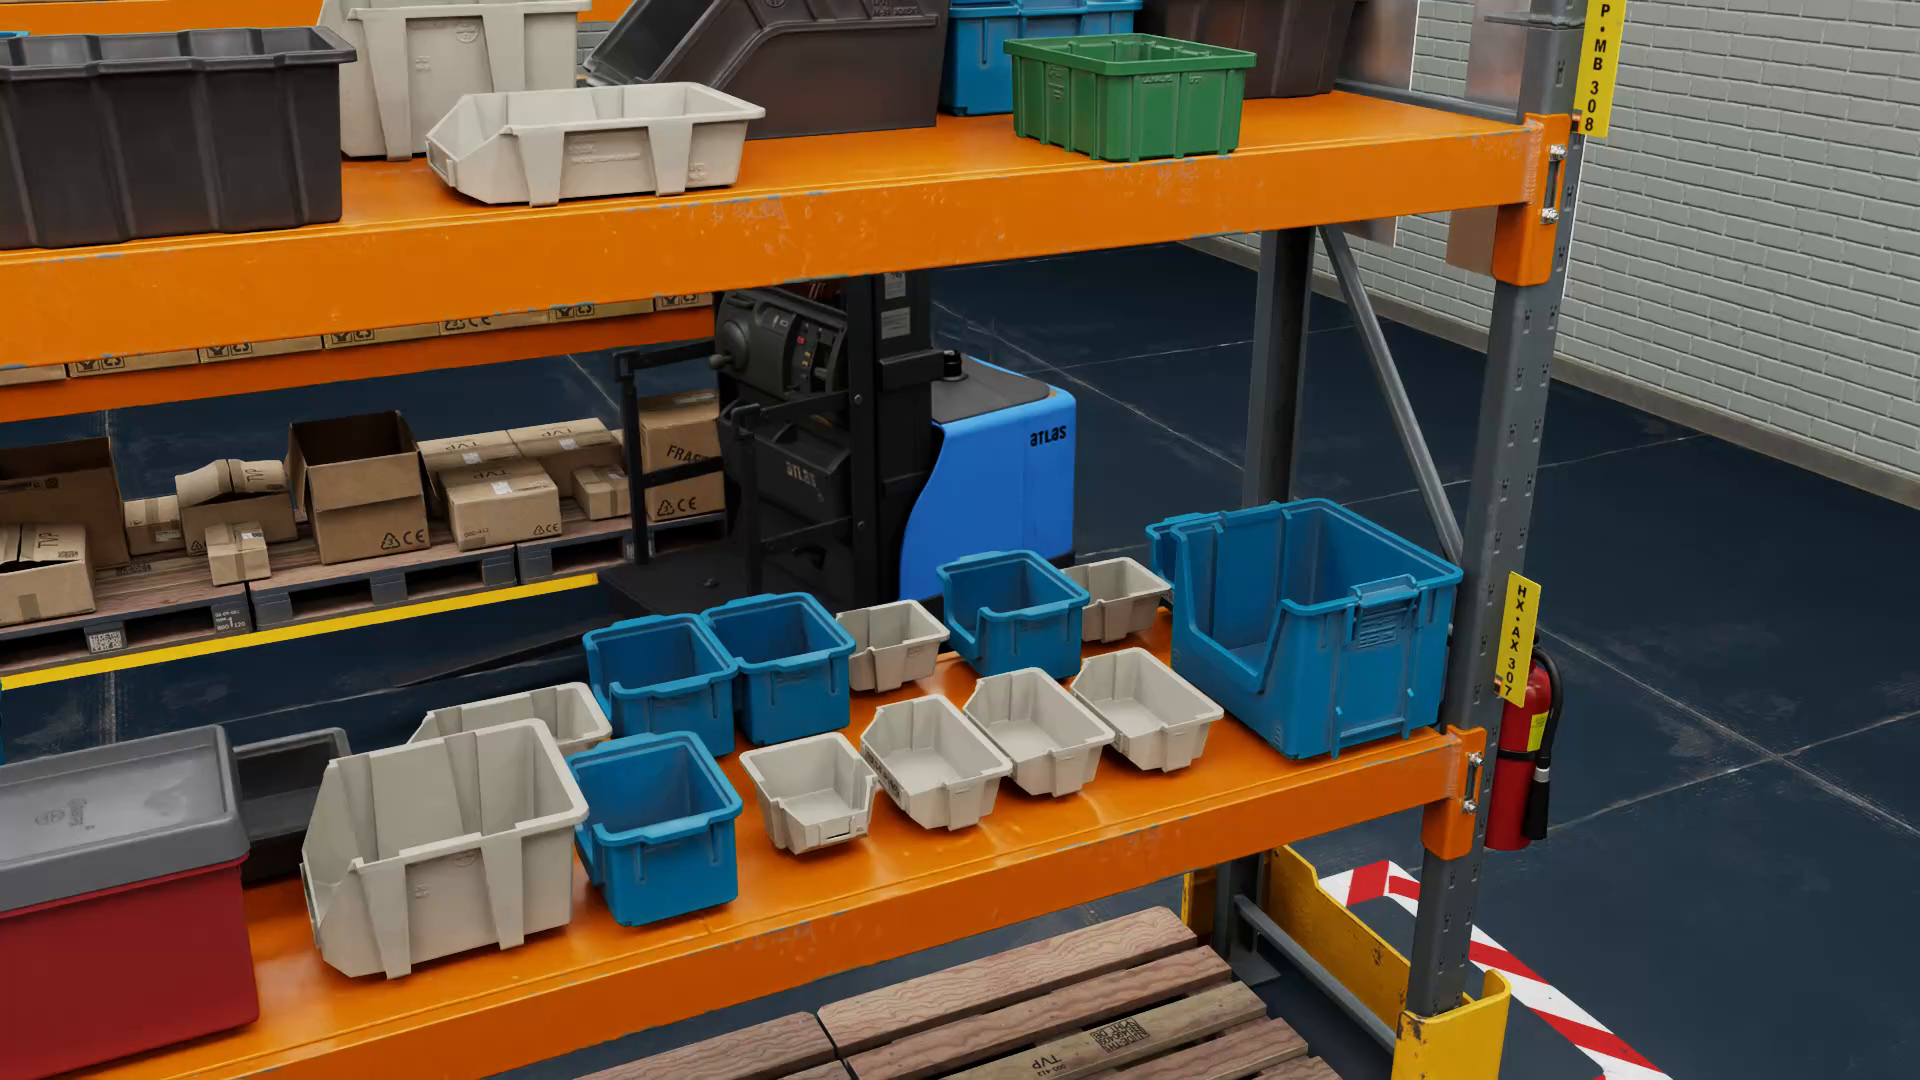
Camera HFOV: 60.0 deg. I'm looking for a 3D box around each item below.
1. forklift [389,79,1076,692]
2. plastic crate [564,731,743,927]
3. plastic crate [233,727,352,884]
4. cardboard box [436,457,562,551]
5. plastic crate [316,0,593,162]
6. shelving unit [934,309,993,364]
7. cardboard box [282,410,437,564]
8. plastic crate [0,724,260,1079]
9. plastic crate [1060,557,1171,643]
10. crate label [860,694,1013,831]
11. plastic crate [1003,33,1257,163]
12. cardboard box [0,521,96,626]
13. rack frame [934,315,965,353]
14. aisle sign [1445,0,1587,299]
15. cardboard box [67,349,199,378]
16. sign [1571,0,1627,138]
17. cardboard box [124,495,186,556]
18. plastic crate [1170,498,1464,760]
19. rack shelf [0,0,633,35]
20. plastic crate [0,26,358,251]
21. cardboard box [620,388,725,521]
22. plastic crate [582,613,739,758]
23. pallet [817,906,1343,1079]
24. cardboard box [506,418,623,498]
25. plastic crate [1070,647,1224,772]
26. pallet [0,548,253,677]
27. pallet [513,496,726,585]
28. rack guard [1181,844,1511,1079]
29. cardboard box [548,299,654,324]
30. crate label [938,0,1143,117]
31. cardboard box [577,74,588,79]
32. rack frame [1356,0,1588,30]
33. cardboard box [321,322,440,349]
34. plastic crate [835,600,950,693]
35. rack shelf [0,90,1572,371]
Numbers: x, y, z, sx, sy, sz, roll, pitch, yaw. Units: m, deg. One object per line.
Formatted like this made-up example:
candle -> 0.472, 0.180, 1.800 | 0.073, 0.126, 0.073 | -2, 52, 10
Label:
forklift -> -0.928, -0.826, 6.913 | 3.031, 2.935, 1.130 | -17, 28, -35
plastic crate -> -0.644, 0.609, 3.496 | 0.300, 0.233, 0.416 | -10, 25, -24
plastic crate -> -1.617, 0.615, 3.623 | 0.590, 0.125, 0.437 | -10, 25, -24
cardboard box -> -2.302, -0.187, 8.301 | 0.500, 0.250, 0.500 | -10, 25, -24
plastic crate -> -1.035, -0.939, 3.330 | 0.530, 0.282, 0.437 | -10, 25, -24
shelving unit -> 0.018, -0.563, 8.541 | 0.189, 1.200, 0.258 | -18, 28, -36
cardboard box -> -2.963, -0.277, 8.185 | 0.637, 0.503, 0.797 | -10, 25, -24
plastic crate -> -1.596, 0.675, 3.034 | 0.583, 0.464, 0.402 | -10, 25, -24
plastic crate -> 0.405, 0.177, 4.667 | 0.298, 0.136, 0.250 | -10, 25, -24
crate label -> -0.069, 0.520, 3.837 | 0.243, 0.136, 0.396 | -10, 25, -24
plastic crate -> 0.331, -0.895, 3.346 | 0.336, 0.188, 0.450 | -10, 25, -24
cardboard box -> -4.182, 0.131, 7.453 | 0.500, 0.311, 0.500 | -10, 25, -24
rack frame -> -0.052, -0.541, 8.487 | 0.006, 1.200, 0.240 | -18, 28, -36
aisle sign -> 1.287, -0.981, 3.800 | 0.004, 0.787, 0.394 | -10, 25, -24
cardboard box -> -3.616, -1.036, 7.201 | 0.500, 0.500, 0.500 | -10, 24, -23
sign -> 1.349, -1.020, 3.507 | 0.005, 0.325, 0.100 | -10, 25, -24
cardboard box -> -3.951, -0.075, 8.160 | 0.250, 0.149, 0.380 | -10, 25, -24
plastic crate -> 0.875, 0.207, 4.204 | 0.499, 0.435, 0.616 | -10, 25, -24
rack shelf -> -2.852, -2.299, 7.400 | 4.000, 0.370, 1.077 | -10, 25, -24
plastic crate -> -1.271, -0.643, 2.630 | 0.590, 0.269, 0.497 | -10, 25, -24
cardboard box -> -1.433, -0.450, 8.608 | 0.500, 0.500, 0.500 | -10, 25, -24
plastic crate -> -0.727, 0.376, 4.060 | 0.300, 0.233, 0.416 | -10, 25, -24
pallet -> 0.335, 1.543, 4.747 | 1.213, 0.211, 1.003 | -10, 25, -24
cardboard box -> -2.113, -0.434, 8.897 | 0.500, 0.250, 0.500 | -10, 25, -24
plastic crate -> 0.439, 0.423, 4.074 | 0.243, 0.136, 0.396 | -10, 25, -24
pallet -> -4.034, 0.262, 7.842 | 1.213, 0.211, 1.003 | -10, 25, -24
pallet -> -1.836, -0.143, 8.820 | 1.213, 0.211, 1.003 | -10, 25, -24
rack guard -> 1.111, 1.277, 5.011 | 0.348, 0.500, 1.175 | -10, 25, -24
cardboard box -> -1.801, -1.368, 8.001 | 0.500, 0.500, 0.500 | -10, 25, -23
crate label -> 0.124, -1.145, 3.866 | 0.502, 0.251, 0.408 | -10, 25, -24
cardboard box -> -2.031, -2.013, 8.253 | 0.500, 0.500, 0.500 | -10, 25, -23
rack frame -> 1.095, -2.641, 3.365 | 0.127, 3.000, 1.000 | -10, 25, -24
cardboard box -> -2.707, -1.203, 7.604 | 0.500, 0.500, 0.500 | -11, 25, -24
plastic crate -> -0.206, 0.290, 4.395 | 0.298, 0.136, 0.250 | -10, 25, -24
rack shelf -> -0.707, -0.591, 3.275 | 4.000, 0.370, 1.077 | -10, 25, -24
